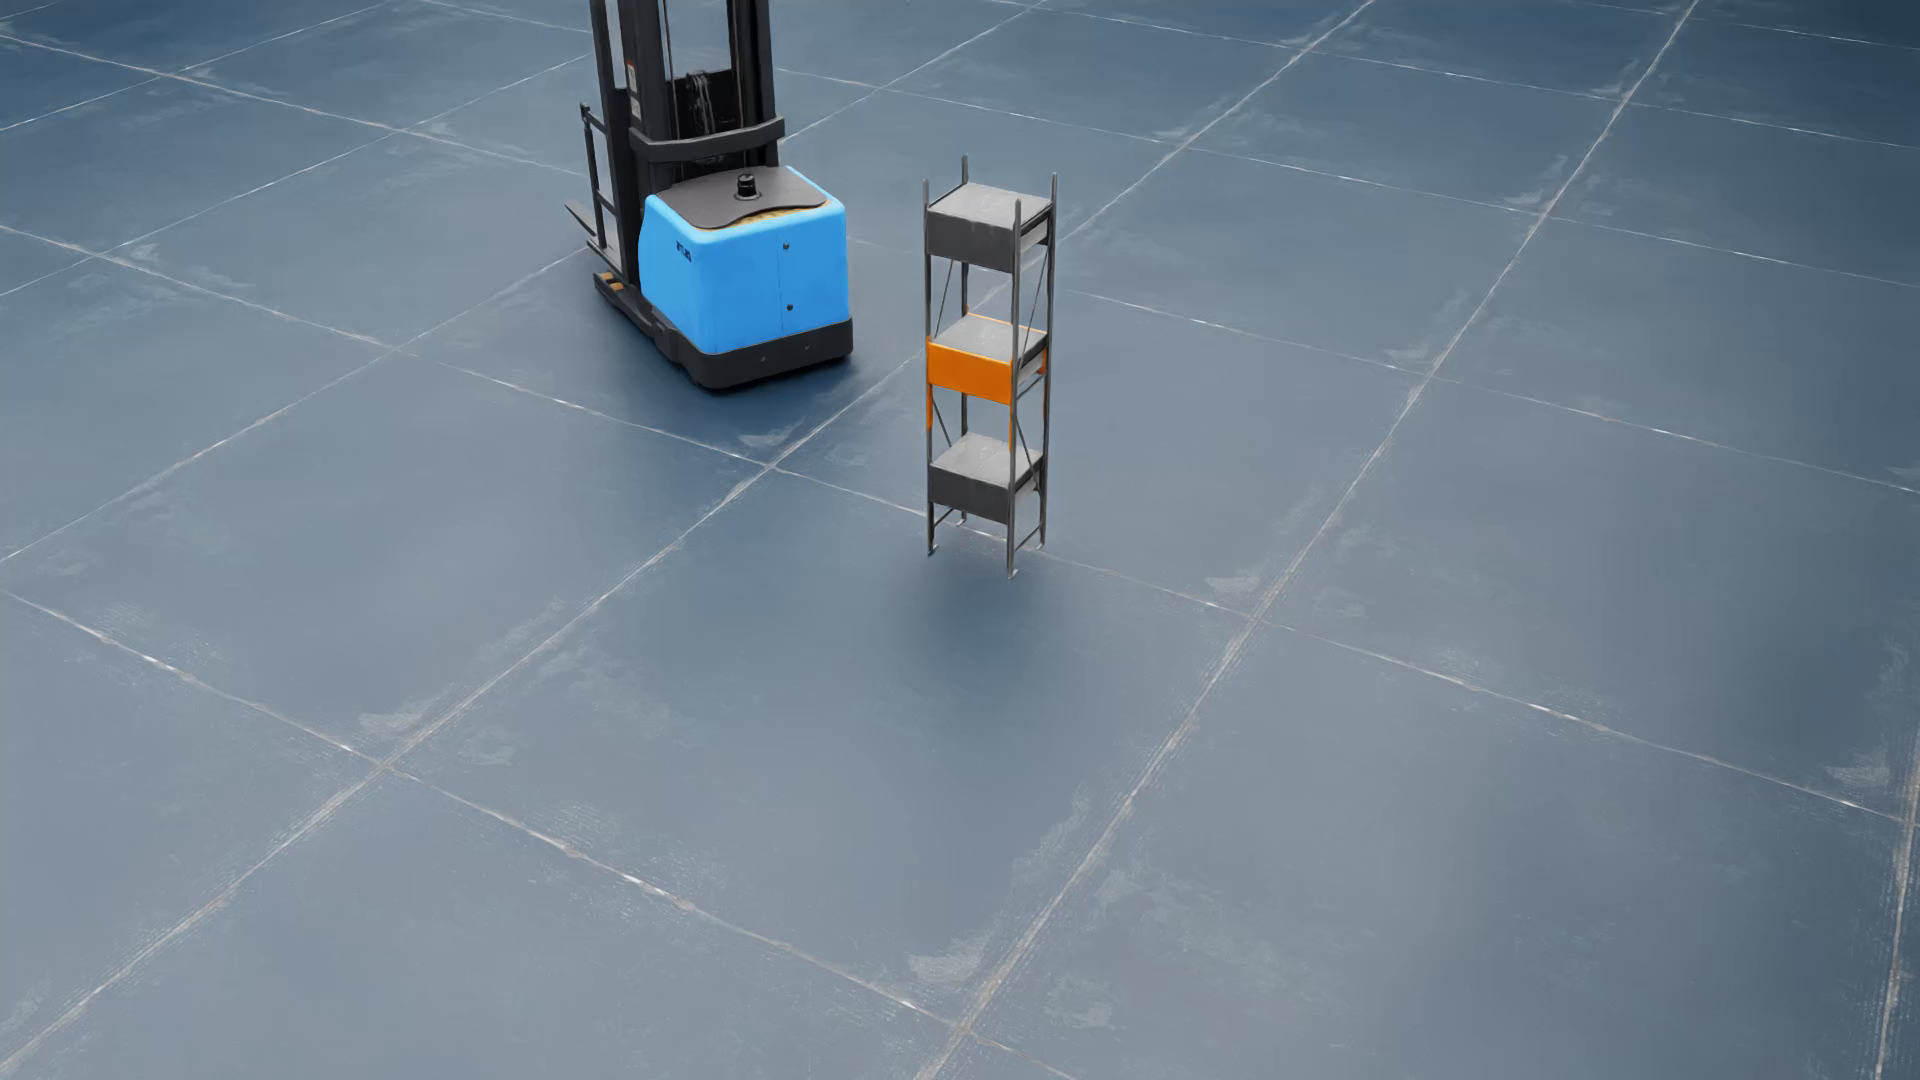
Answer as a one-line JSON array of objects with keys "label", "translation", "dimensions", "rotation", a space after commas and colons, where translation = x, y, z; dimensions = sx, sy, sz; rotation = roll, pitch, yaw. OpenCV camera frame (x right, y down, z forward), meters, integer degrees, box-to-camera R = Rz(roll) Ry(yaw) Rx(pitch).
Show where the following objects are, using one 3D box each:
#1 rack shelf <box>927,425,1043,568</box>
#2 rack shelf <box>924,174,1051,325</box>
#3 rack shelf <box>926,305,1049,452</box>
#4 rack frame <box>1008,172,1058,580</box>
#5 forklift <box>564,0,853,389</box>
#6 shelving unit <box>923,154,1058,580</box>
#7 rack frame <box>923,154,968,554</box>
[{"label": "rack shelf", "translation": [0.144, -0.234, 8.766], "dimensions": [0.480, 0.518, 0.431], "rotation": [18, 37, 24]}, {"label": "rack shelf", "translation": [0.144, -1.400, 7.990], "dimensions": [0.480, 0.518, 0.431], "rotation": [18, 37, 24]}, {"label": "rack shelf", "translation": [0.144, -0.817, 8.378], "dimensions": [0.480, 0.518, 0.431], "rotation": [18, 37, 24]}, {"label": "rack frame", "translation": [0.356, -0.761, 8.270], "dimensions": [0.015, 2.100, 0.400], "rotation": [18, 37, 24]}, {"label": "forklift", "translation": [-1.882, -2.941, 10.793], "dimensions": [1.130, 2.935, 3.031], "rotation": [-19, 38, -26]}, {"label": "shelving unit", "translation": [0.144, -0.828, 8.371], "dimensions": [0.503, 2.100, 0.431], "rotation": [18, 37, 24]}, {"label": "rack frame", "translation": [-0.068, -0.896, 8.471], "dimensions": [0.015, 2.100, 0.400], "rotation": [18, 37, 24]}]
